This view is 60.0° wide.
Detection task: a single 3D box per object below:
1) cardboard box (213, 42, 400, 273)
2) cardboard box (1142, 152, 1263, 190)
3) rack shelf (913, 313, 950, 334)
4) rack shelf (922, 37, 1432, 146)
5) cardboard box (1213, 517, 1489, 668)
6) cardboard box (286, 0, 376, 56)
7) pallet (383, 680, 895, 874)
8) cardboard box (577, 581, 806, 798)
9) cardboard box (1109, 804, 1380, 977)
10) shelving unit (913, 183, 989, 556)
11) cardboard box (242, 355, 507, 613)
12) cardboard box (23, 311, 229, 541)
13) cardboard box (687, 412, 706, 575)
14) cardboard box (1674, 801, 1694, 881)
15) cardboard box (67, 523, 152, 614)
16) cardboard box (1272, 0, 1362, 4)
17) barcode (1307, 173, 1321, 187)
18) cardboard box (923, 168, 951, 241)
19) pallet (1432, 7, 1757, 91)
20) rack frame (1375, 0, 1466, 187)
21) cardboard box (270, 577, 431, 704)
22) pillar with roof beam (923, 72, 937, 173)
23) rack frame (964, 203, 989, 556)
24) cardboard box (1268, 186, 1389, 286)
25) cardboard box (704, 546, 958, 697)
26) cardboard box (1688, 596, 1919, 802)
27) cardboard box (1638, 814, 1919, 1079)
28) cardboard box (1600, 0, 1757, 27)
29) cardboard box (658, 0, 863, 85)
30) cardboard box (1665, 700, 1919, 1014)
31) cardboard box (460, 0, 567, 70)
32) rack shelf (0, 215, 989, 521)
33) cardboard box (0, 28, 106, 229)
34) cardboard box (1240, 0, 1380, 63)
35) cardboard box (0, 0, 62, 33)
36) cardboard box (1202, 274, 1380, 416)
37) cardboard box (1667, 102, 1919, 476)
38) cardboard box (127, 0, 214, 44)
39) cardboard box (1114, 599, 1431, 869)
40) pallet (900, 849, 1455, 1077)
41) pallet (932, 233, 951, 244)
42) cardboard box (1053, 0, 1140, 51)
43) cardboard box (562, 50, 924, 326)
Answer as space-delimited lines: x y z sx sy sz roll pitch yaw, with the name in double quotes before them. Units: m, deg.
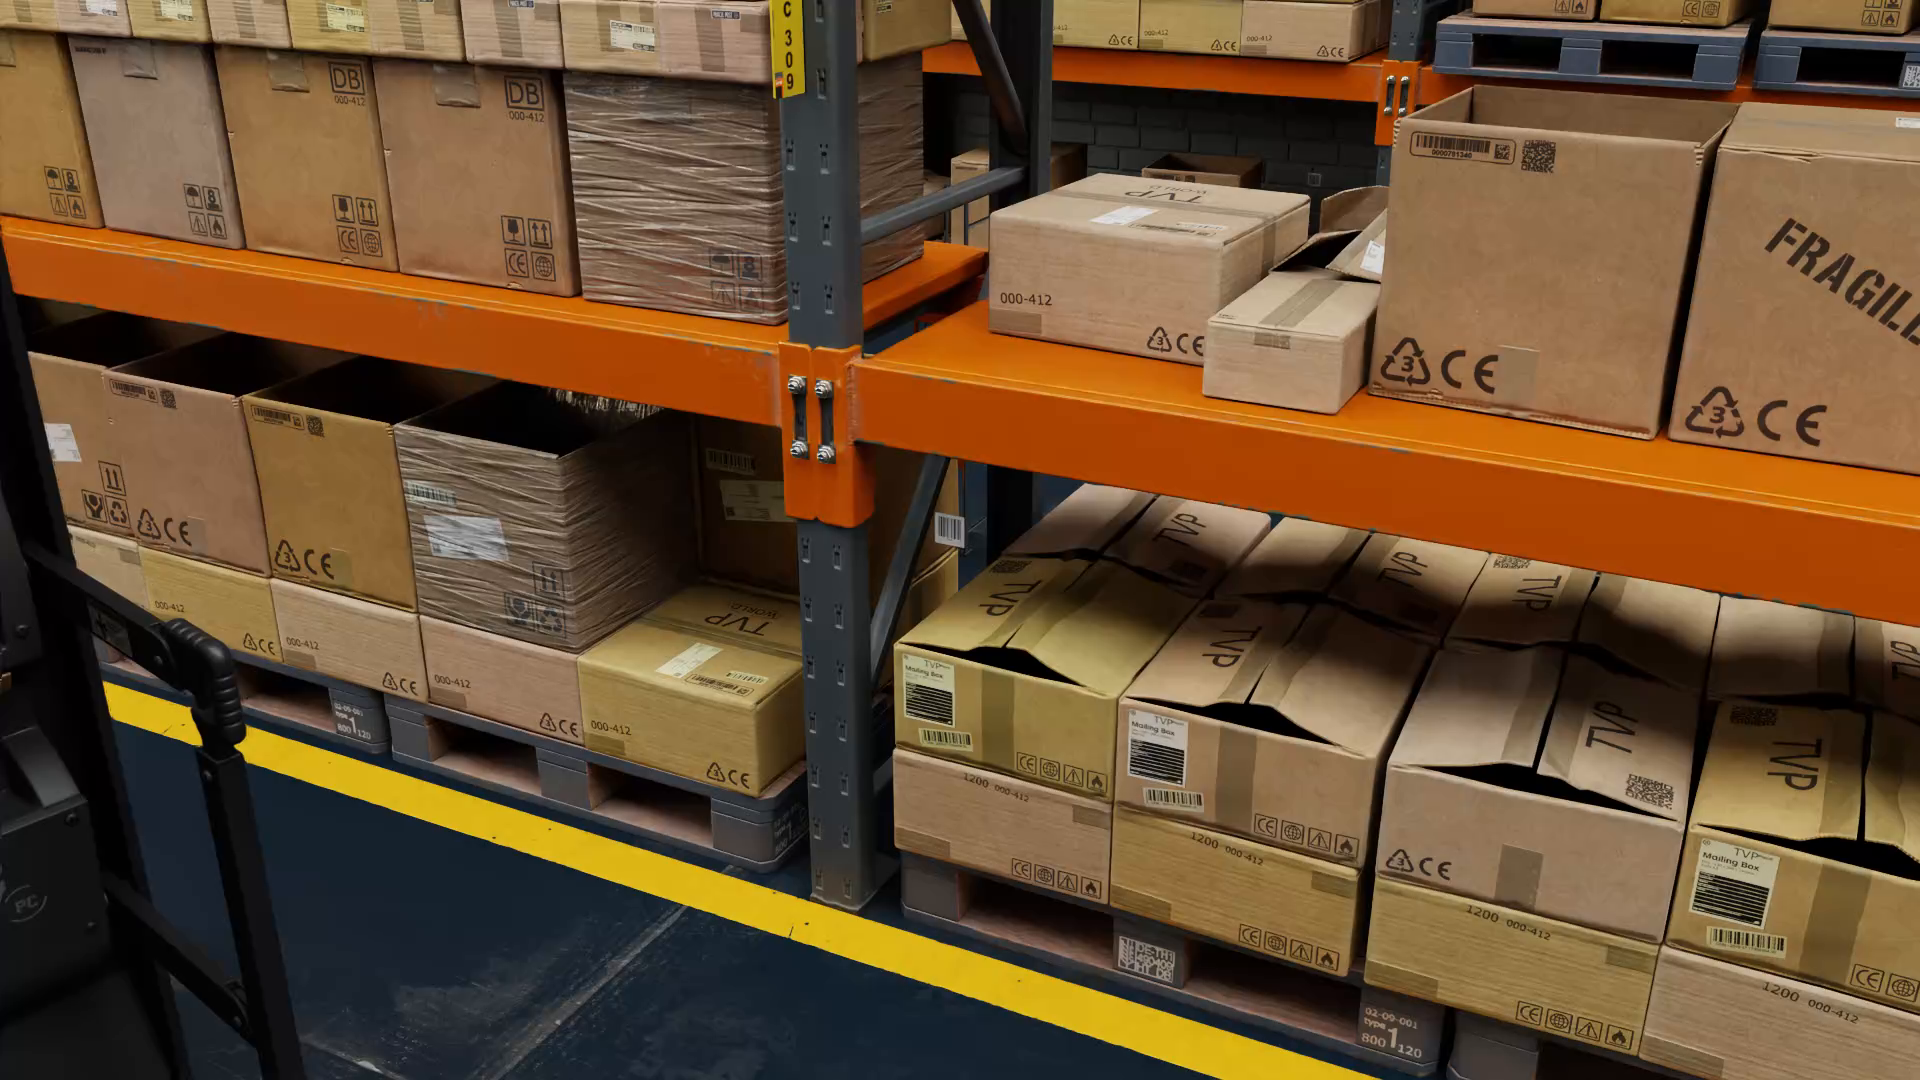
"cardboard box" -1.379 -1.020 4.188 0.500 0.500 0.700 12 26 25
"cardboard box" 1.227 -1.669 8.474 0.500 0.500 0.500 9 25 21
"rack shelf" -0.013 -0.735 5.445 0.180 0.103 0.258 11 25 25
"rack shelf" 0.386 -2.470 8.644 4.000 0.370 1.077 11 25 25
"cardboard box" 0.897 0.158 3.805 0.500 0.311 0.500 12 26 26
"cardboard box" -1.308 -1.215 3.817 0.250 0.149 0.380 11 25 24
"pallet" -0.752 0.411 4.513 1.213 0.211 1.003 11 25 25
"cardboard box" -0.573 0.350 4.072 0.500 0.250 0.500 11 25 25
"cardboard box" 0.643 0.604 3.475 0.500 0.250 0.500 12 26 26
"shelving unit" -0.013 -0.555 5.521 0.189 1.200 0.258 11 25 25
"cardboard box" -1.462 -0.175 4.347 0.500 0.500 0.500 11 25 25
"cardboard box" -2.353 -0.352 4.764 0.500 0.500 0.500 11 25 25
"cardboard box" -0.783 -0.267 4.563 0.500 0.500 0.500 11 25 25
"cardboard box" 1.801 0.598 3.489 0.500 0.250 0.500 12 26 26
"cardboard box" -2.359 -0.003 4.902 0.500 0.250 0.500 11 25 25
"cardboard box" 1.609 -2.708 7.494 0.500 0.500 0.500 11 25 24
"barcode" 1.797 -1.826 8.434 0.075 0.075 0.001 11 25 25
"cardboard box" -0.313 -1.865 9.176 0.500 0.311 0.500 14 27 29
"pallet" 2.787 -2.174 7.273 1.213 0.211 1.003 11 25 25
"rack frame" 2.171 -2.448 7.673 0.127 3.000 1.000 11 25 25
"cardboard box" -1.468 0.175 4.483 0.500 0.250 0.500 11 25 25
"pillar with roof beam" -2.326 -4.590 5.044 0.400 9.000 9.100 11 25 25
"rack frame" 0.069 -0.539 5.483 0.006 1.200 0.240 11 25 25
"cardboard box" 0.807 -0.564 3.415 0.258 0.266 0.396 11 25 23
"cardboard box" -0.338 0.167 4.500 0.500 0.250 0.500 11 25 25
"cardboard box" 1.788 0.337 3.385 0.500 0.311 0.500 11 25 24
"cardboard box" 1.560 0.784 3.050 0.500 0.250 0.500 12 26 26
"cardboard box" 3.105 -2.493 7.090 0.500 0.500 0.700 14 27 30
"cardboard box" -0.400 -1.035 3.393 0.250 0.149 0.380 11 25 24
"cardboard box" 1.568 0.528 2.936 0.500 0.311 0.500 12 26 26
"cardboard box" -0.855 -1.124 3.604 0.250 0.149 0.380 10 25 23
"rack shelf" -1.846 -0.739 4.574 4.000 0.370 1.077 11 25 25
"cardboard box" -2.308 -1.202 4.615 0.500 0.500 0.700 11 26 25
"cardboard box" 1.611 -2.366 7.646 0.500 0.250 0.500 11 26 25
"cardboard box" -2.227 -1.397 4.244 0.250 0.149 0.380 11 25 24
"cardboard box" 0.638 -0.373 3.116 0.250 0.149 0.380 11 25 25
"cardboard box" 1.534 -0.440 2.824 0.500 0.500 0.500 11 25 25
"cardboard box" -1.771 -1.305 4.030 0.250 0.149 0.380 12 26 26
"cardboard box" 0.640 0.347 3.361 0.500 0.311 0.500 11 25 24
"pallet" 0.614 0.683 3.875 1.213 0.211 1.003 11 25 25
"pallet" 0.463 -1.486 8.974 1.213 0.211 1.003 11 25 25
"cardboard box" 0.715 -2.540 8.056 0.500 0.250 0.500 11 25 24
"cardboard box" -0.460 -0.839 3.762 0.500 0.500 0.700 10 25 23
